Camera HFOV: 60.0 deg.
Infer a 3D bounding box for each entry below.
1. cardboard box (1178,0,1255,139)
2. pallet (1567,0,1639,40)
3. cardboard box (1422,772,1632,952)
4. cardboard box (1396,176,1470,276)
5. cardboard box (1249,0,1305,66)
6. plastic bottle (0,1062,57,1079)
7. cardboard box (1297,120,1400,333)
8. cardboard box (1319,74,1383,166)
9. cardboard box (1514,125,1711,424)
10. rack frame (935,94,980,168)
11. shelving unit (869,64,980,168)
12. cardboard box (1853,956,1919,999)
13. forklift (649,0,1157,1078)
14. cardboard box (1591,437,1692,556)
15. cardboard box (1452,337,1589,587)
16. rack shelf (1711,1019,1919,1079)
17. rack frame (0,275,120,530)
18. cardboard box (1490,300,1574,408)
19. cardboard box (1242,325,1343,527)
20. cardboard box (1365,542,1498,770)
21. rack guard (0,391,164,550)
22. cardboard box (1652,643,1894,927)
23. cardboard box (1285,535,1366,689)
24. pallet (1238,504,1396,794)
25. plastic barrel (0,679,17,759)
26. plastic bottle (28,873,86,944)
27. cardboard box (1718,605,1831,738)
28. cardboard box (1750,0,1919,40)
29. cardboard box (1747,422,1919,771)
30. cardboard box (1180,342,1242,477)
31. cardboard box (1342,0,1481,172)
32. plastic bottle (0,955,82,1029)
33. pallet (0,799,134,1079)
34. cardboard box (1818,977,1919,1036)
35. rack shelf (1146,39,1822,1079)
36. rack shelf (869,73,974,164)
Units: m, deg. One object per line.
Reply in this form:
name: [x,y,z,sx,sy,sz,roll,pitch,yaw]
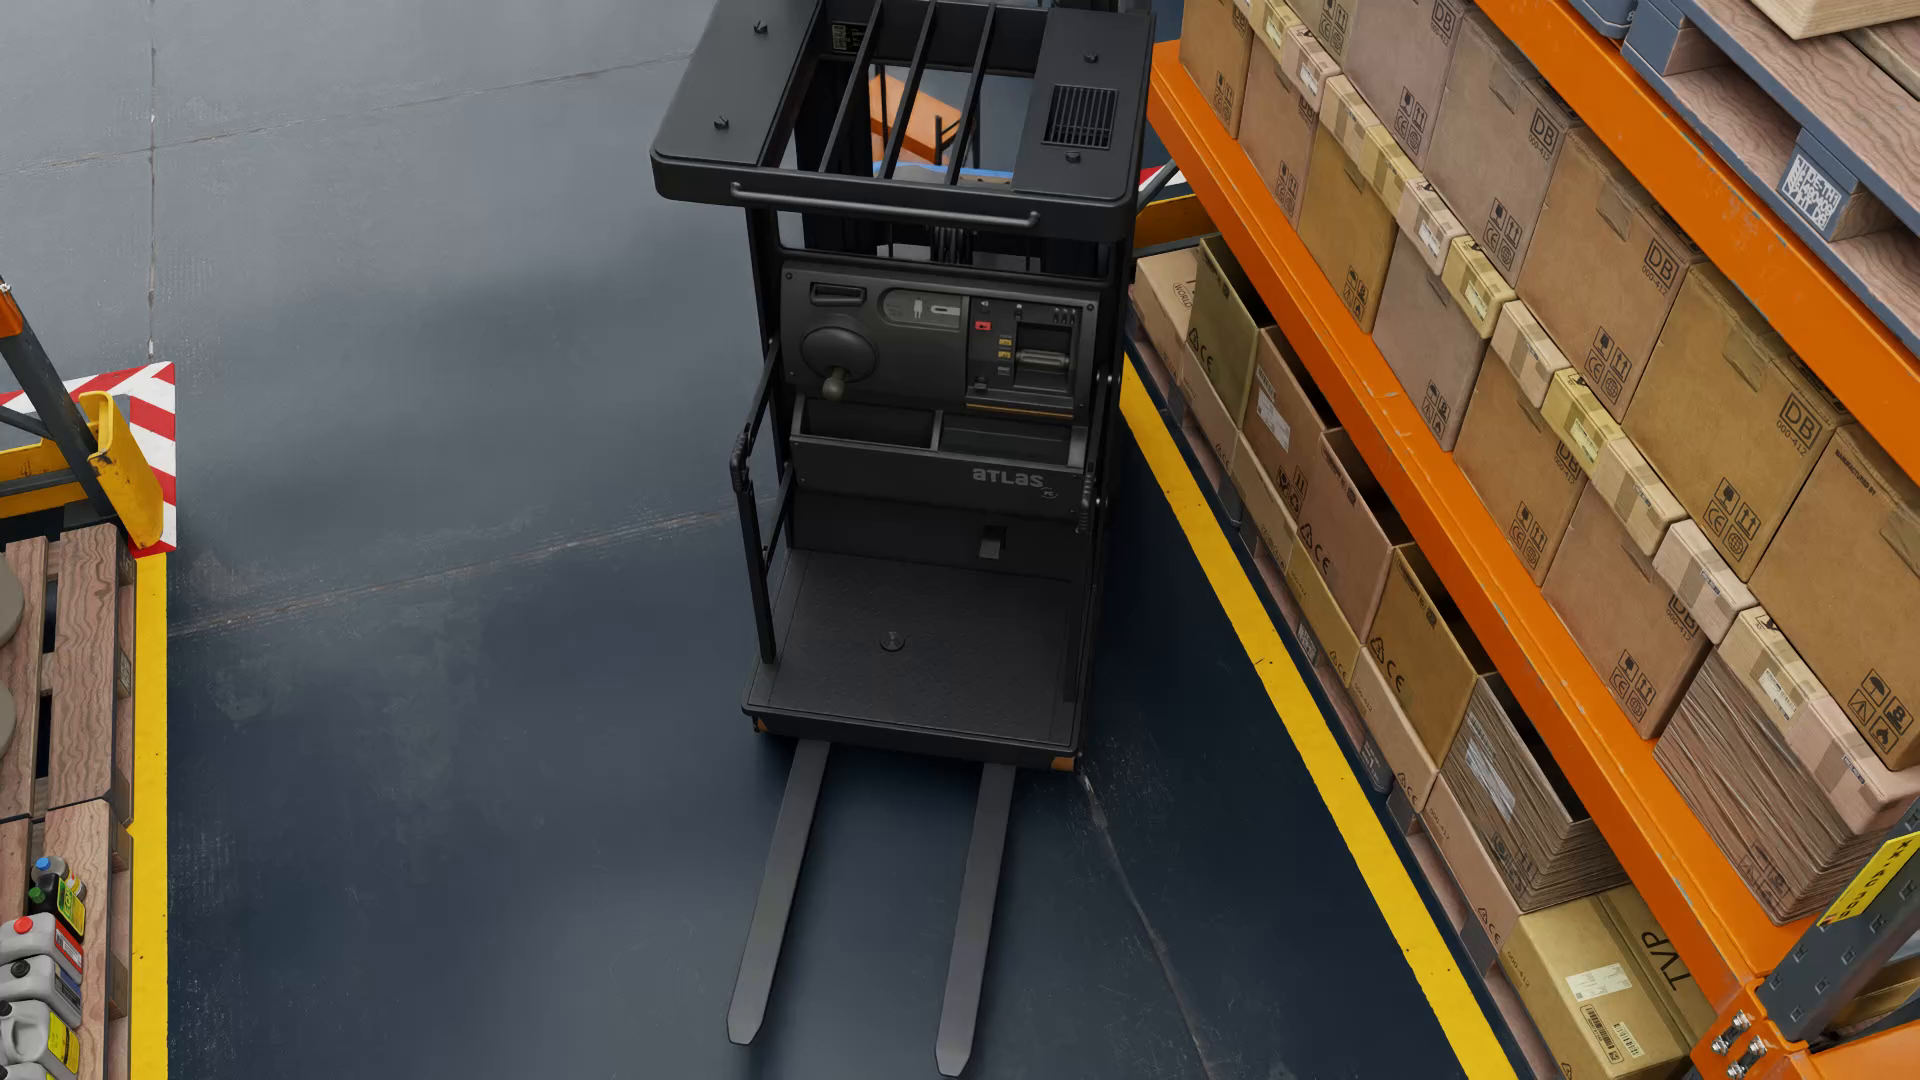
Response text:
cardboard box: [1.193,-1.793,5.735,0.700,0.500,0.500,-13,51,-11]
pallet: [1.616,-1.628,3.757,1.003,0.211,1.213,-13,51,-11]
cardboard box: [1.766,0.911,5.044,0.500,0.250,0.500,-13,51,-11]
cardboard box: [1.431,-0.888,4.547,0.380,0.149,0.250,-13,51,-11]
cardboard box: [1.130,-1.636,5.178,0.380,0.149,0.250,-13,51,-11]
plastic bottle: [-2.507,1.514,4.457,0.144,0.351,0.185,-14,51,-11]
cardboard box: [1.494,-1.047,5.105,0.700,0.500,0.500,-13,51,-11]
cardboard box: [1.284,-1.257,4.858,0.380,0.149,0.250,-15,51,-12]
cardboard box: [1.815,-0.691,3.957,0.700,0.500,0.500,-13,51,-11]
rack frame: [-0.007,-1.199,6.476,0.015,1.200,0.240,32,57,24]
shelving unit: [-0.195,-1.318,6.577,0.503,1.200,0.258,32,57,24]
cardboard box: [2.412,0.916,4.549,0.500,0.500,0.500,-13,51,-11]
forklift: [-0.097,-0.471,4.730,1.130,2.935,3.031,7,50,6]
cardboard box: [1.735,-0.138,3.915,0.380,0.149,0.250,-13,51,-11]
cardboard box: [1.806,-0.290,4.467,0.700,0.500,0.500,-13,51,-10]
rack shelf: [2.841,2.509,2.643,1.077,0.370,4.000,-13,51,-11]
rack frame: [-3.666,-0.988,5.121,1.000,3.000,0.127,-13,51,-11]
cardboard box: [1.591,-0.503,4.222,0.380,0.149,0.250,-12,51,-10]
cardboard box: [1.323,-0.427,5.681,0.500,0.500,0.500,-13,51,-11]
cardboard box: [1.616,0.304,5.065,0.500,0.500,0.500,-13,51,-11]
rack guard: [-3.598,-0.137,6.039,1.175,0.500,0.348,-13,51,-11]
cardboard box: [2.113,0.462,3.834,0.700,0.500,0.500,-15,51,-12]
cardboard box: [1.455,0.184,5.657,0.500,0.250,0.500,-13,51,-11]
pallet: [1.690,0.232,5.916,1.003,0.211,1.213,-13,51,-11]
plastic barrel: [-3.250,0.508,5.212,0.421,0.512,0.421,0,50,0]
plastic bottle: [-2.652,1.069,4.875,0.061,0.283,0.133,-12,51,-10]
cardboard box: [1.894,0.244,3.593,0.380,0.149,0.250,-14,51,-12]
cardboard box: [1.632,-1.069,3.026,0.380,0.149,0.250,-13,51,-11]
cardboard box: [2.113,0.043,3.338,0.700,0.500,0.500,-13,51,-11]
cardboard box: [1.164,-0.548,6.274,0.500,0.250,0.500,-13,51,-11]
cardboard box: [1.519,-1.422,4.573,0.700,0.500,0.500,-13,51,-11]
plastic bottle: [-2.615,1.282,4.701,0.152,0.276,0.135,-15,51,-12]
pallet: [-3.006,1.440,4.898,1.003,0.211,1.213,-13,51,-11]
cardboard box: [2.402,1.160,4.834,0.500,0.250,0.500,-13,51,-11]
rack shelf: [1.658,-0.412,5.106,1.077,0.370,4.000,-13,51,-11]
rack shelf: [-0.195,-1.572,6.276,0.480,0.148,0.258,32,57,24]
